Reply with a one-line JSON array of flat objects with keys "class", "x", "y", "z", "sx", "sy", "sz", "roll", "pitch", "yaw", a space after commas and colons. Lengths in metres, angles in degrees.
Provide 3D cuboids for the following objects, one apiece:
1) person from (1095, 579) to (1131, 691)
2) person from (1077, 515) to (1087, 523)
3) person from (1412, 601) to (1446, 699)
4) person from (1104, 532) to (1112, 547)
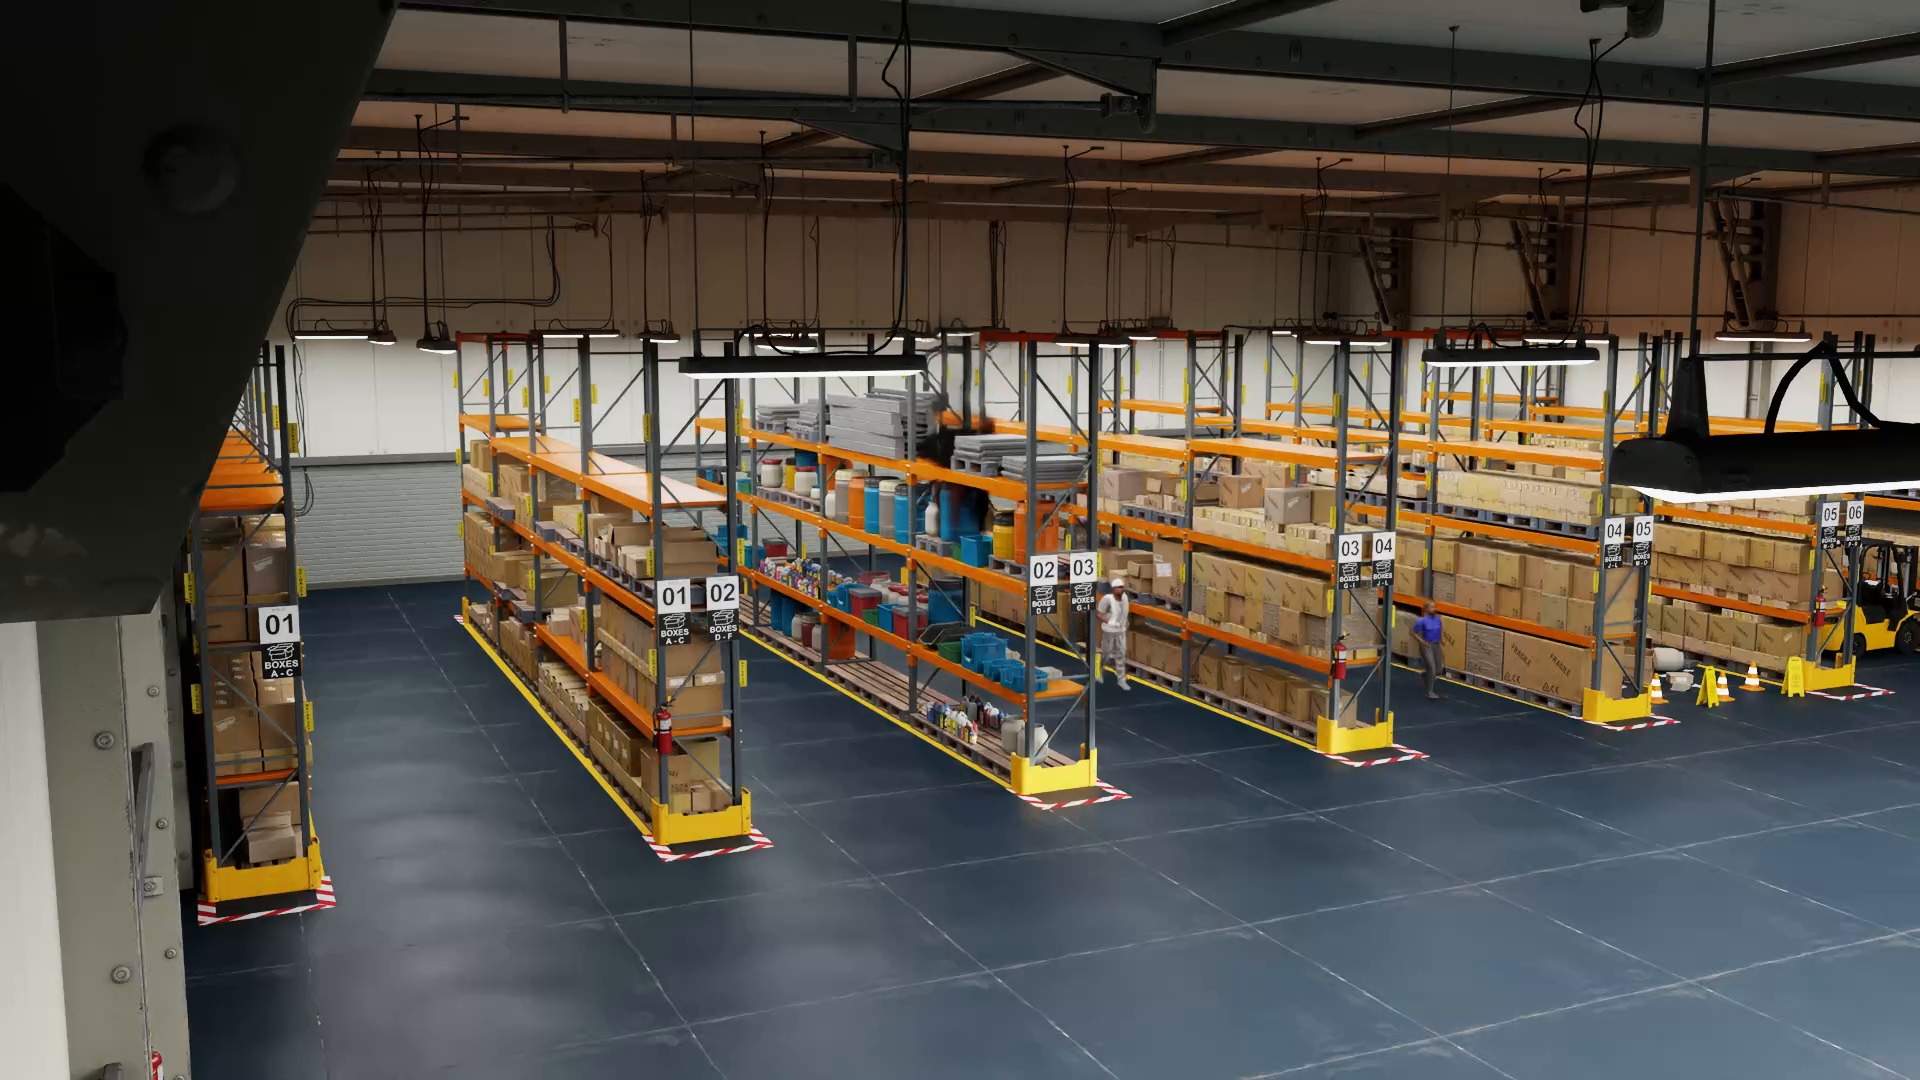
[{"class": "person", "x": 2.515, "y": 1.512, "z": 27.165, "sx": 0.707, "sy": 1.800, "sz": 0.946, "roll": -5, "pitch": 9, "yaw": -33}, {"class": "person", "x": 3.070, "y": -0.089, "z": 41.862, "sx": 0.509, "sy": 1.540, "sz": 0.587, "roll": 5, "pitch": 9, "yaw": 34}, {"class": "person", "x": 7.801, "y": 1.806, "z": 27.724, "sx": 0.576, "sy": 1.604, "sz": 0.612, "roll": -3, "pitch": 8, "yaw": -21}, {"class": "person", "x": 3.907, "y": -0.100, "z": 42.031, "sx": 0.562, "sy": 1.596, "sz": 0.667, "roll": 1, "pitch": 8, "yaw": 10}]
